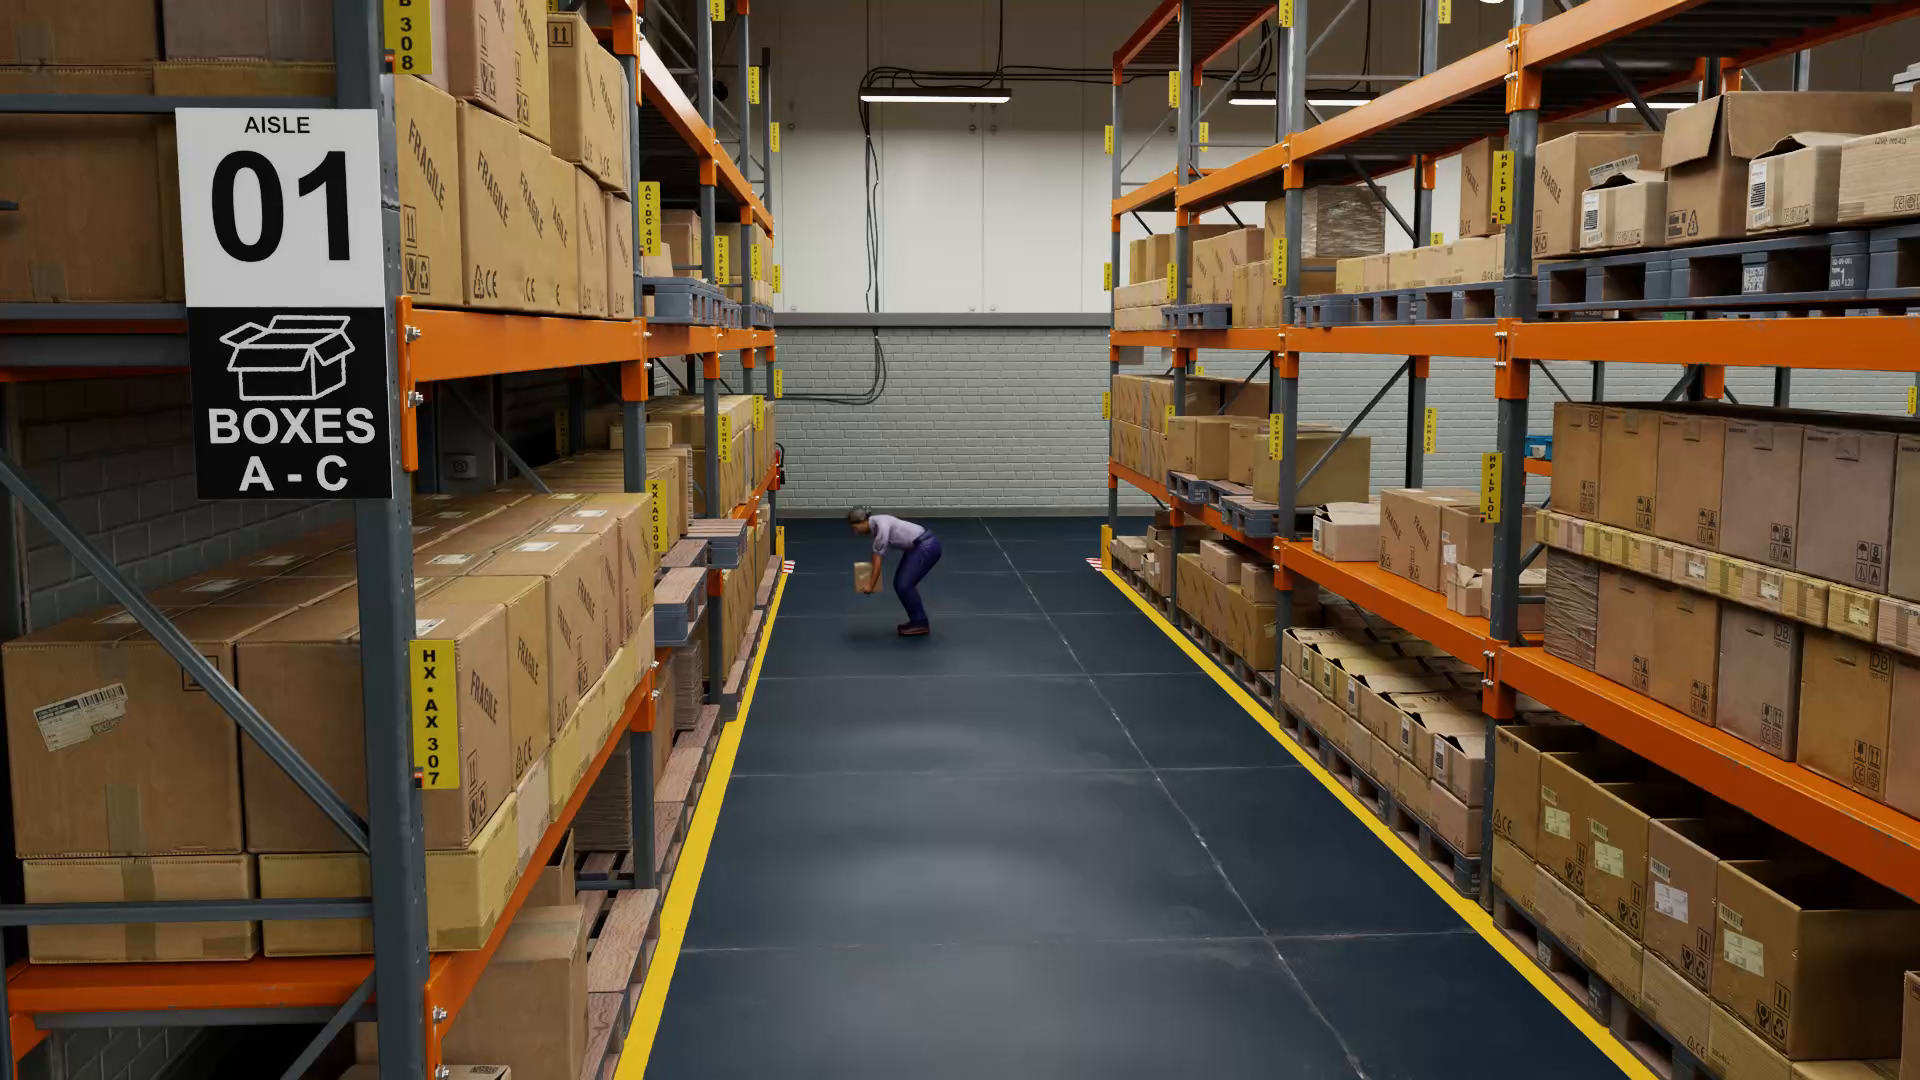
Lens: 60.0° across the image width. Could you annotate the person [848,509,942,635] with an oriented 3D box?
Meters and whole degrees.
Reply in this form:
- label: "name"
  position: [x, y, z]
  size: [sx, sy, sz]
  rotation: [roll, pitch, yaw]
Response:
- label: "person"
  position: [-0.603, 0.291, 15.474]
  size: [0.863, 1.158, 0.487]
  rotation: [-1, 7, -6]
